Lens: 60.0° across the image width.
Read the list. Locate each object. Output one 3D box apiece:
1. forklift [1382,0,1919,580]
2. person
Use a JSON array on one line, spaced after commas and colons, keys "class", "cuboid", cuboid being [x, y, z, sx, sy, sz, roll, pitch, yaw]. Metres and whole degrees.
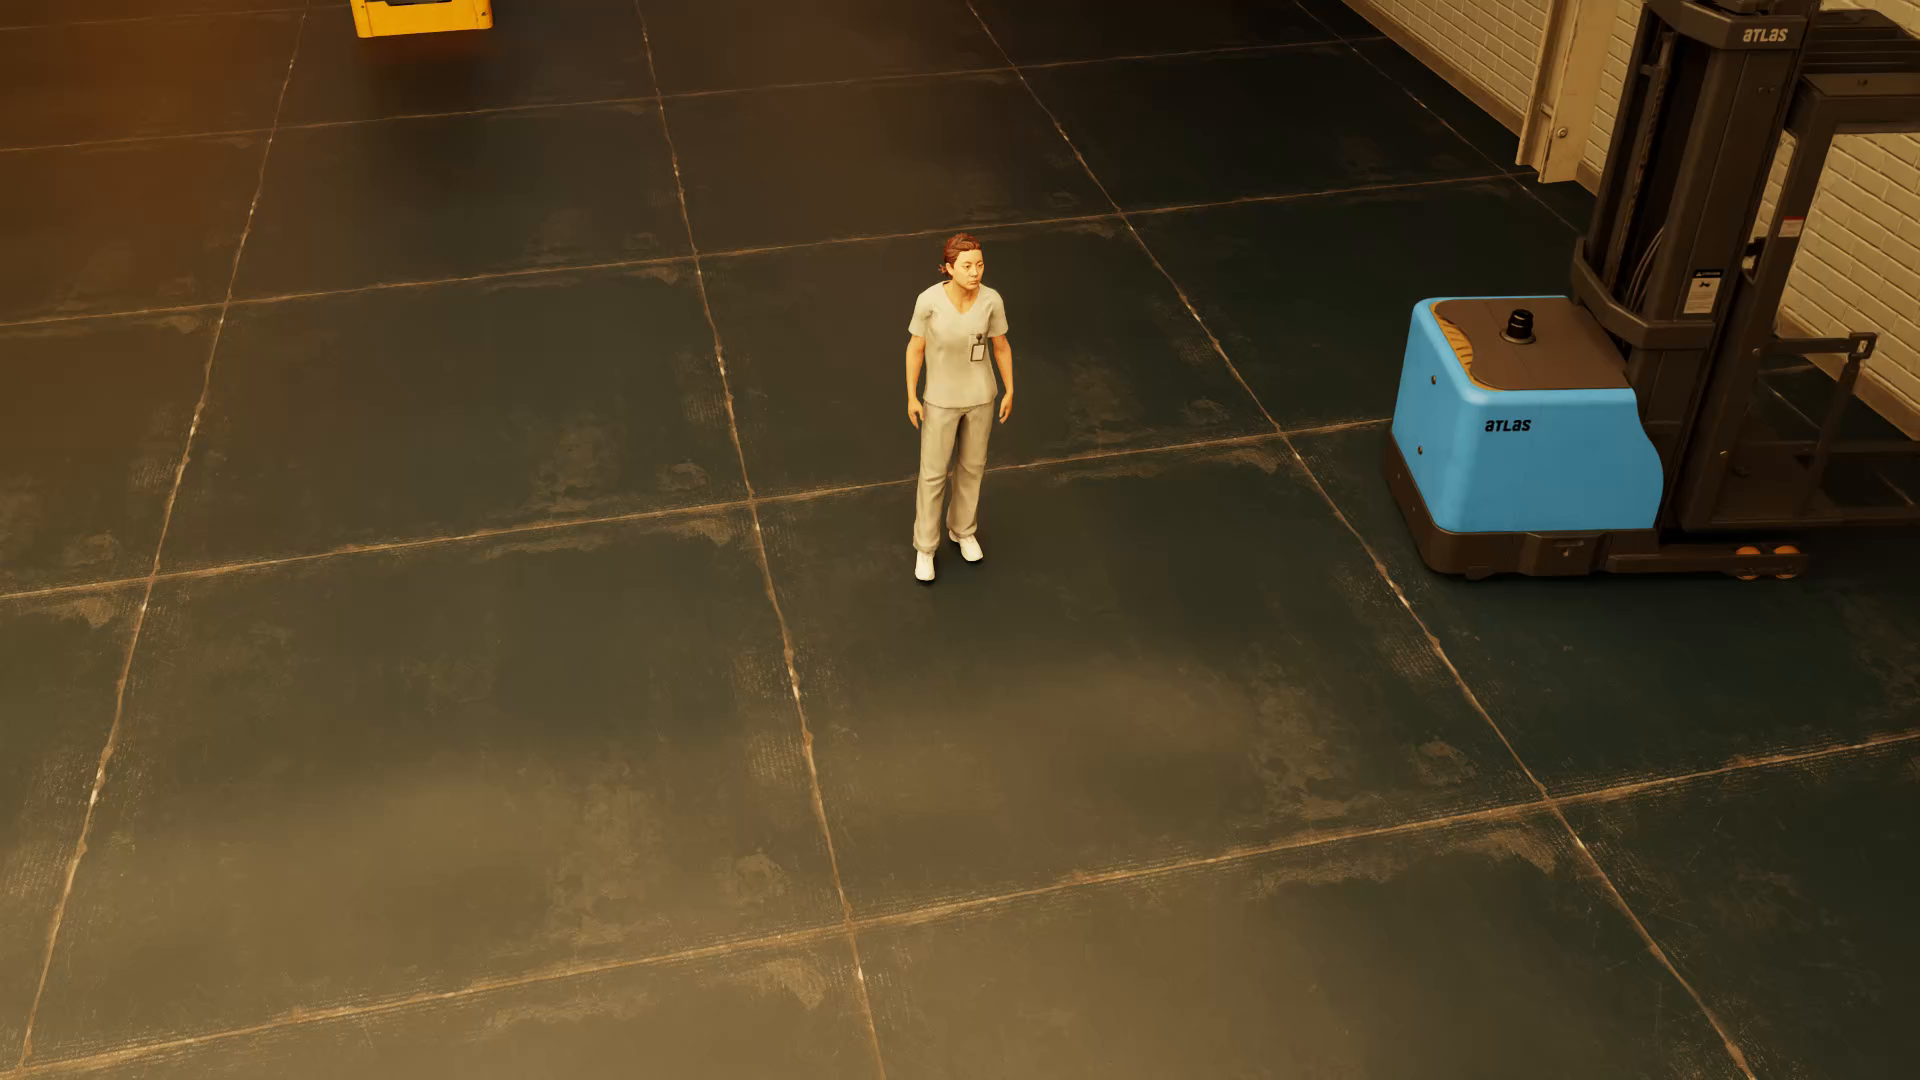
[{"class": "forklift", "cuboid": [3.810, -1.302, 7.859, 3.031, 2.935, 1.130, -1, 36, -2]}, {"class": "person", "cuboid": [0.003, -0.642, 8.005, 0.549, 1.675, 0.549, -8, 36, -11]}]
